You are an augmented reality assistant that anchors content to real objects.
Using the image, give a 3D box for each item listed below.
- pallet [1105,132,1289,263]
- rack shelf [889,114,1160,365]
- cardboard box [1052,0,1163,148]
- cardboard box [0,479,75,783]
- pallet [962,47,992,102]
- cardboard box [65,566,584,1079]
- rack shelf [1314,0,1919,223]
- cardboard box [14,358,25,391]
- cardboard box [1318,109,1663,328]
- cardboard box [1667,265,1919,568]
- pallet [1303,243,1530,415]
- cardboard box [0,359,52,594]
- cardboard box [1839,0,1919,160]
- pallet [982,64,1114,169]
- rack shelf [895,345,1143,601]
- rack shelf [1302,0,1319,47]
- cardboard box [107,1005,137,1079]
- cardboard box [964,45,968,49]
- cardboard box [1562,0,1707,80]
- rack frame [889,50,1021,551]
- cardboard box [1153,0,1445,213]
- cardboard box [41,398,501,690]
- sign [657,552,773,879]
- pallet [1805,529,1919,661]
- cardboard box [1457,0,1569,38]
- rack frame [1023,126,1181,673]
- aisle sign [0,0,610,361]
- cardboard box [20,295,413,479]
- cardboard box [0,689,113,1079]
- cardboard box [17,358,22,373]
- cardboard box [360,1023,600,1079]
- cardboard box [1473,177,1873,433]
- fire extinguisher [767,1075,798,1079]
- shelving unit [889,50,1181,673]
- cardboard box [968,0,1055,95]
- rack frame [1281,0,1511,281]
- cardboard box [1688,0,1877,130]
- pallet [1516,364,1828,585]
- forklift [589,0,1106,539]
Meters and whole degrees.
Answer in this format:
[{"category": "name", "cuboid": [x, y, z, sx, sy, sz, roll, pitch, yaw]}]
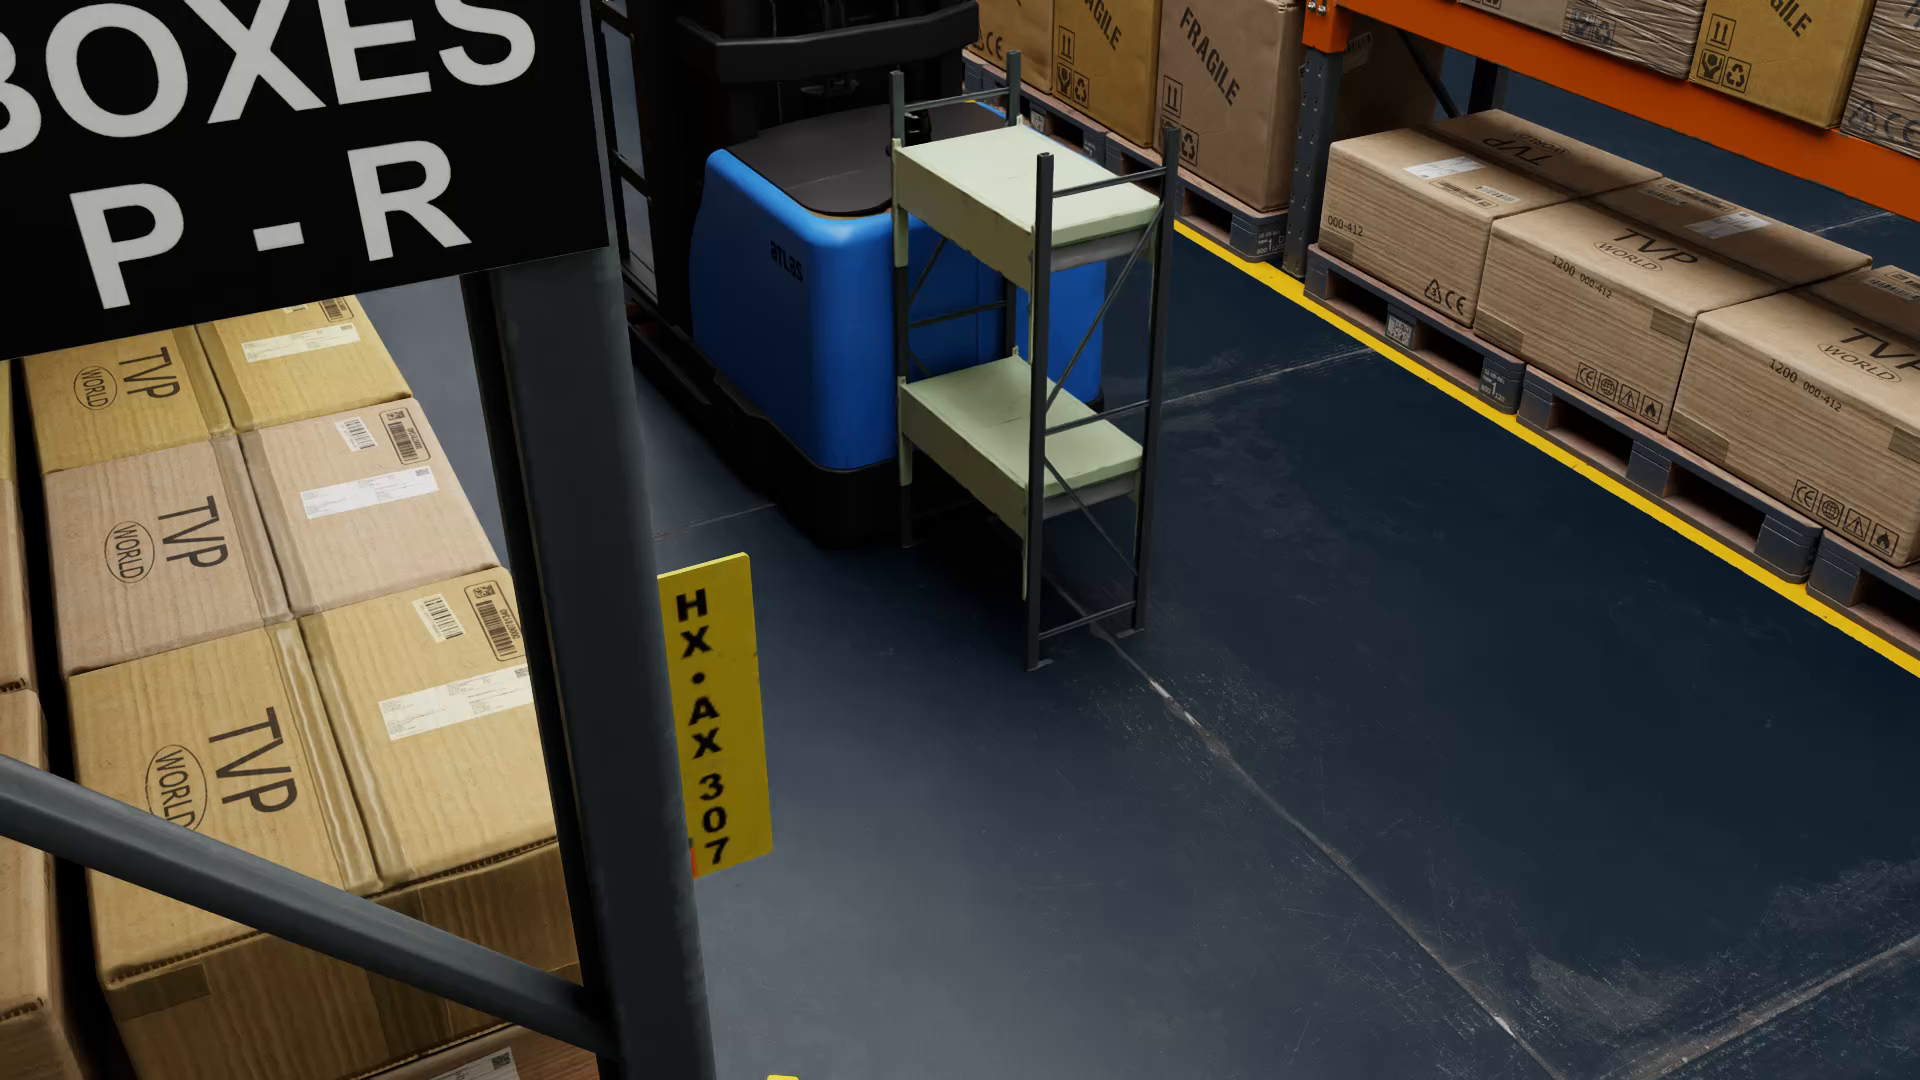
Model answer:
[{"category": "pallet", "cuboid": [1.402, -1.674, 7.666, 1.003, 0.211, 1.213, -16, 36, -23]}, {"category": "rack shelf", "cuboid": [0.173, -0.815, 4.409, 0.431, 0.370, 0.720, -17, 37, -25]}, {"category": "cardboard box", "cuboid": [1.040, -2.485, 7.929, 0.875, 0.875, 0.875, -15, 36, -22]}, {"category": "cardboard box", "cuboid": [-1.385, 0.200, 2.021, 0.500, 0.250, 0.500, -16, 36, -23]}, {"category": "pallet", "cuboid": [0.264, -2.838, 9.484, 1.003, 0.211, 1.213, -16, 36, -23]}, {"category": "cardboard box", "cuboid": [-0.669, 0.314, 1.842, 0.500, 0.250, 0.500, -16, 36, -23]}, {"category": "rack shelf", "cuboid": [2.761, -1.241, 5.073, 1.077, 0.370, 4.000, -16, 36, -23]}, {"category": "cardboard box", "cuboid": [-1.855, -0.288, 2.782, 0.500, 0.250, 0.500, -16, 36, -23]}, {"category": "cardboard box", "cuboid": [2.026, -1.270, 6.437, 0.875, 0.438, 0.875, -16, 36, -24]}, {"category": "cardboard box", "cuboid": [2.863, -0.412, 5.098, 0.875, 0.438, 0.875, -15, 36, -22]}, {"category": "pallet", "cuboid": [2.114, -0.942, 6.524, 1.003, 0.211, 1.213, -16, 36, -23]}, {"category": "cardboard box", "cuboid": [-1.611, -0.038, 2.392, 0.500, 0.250, 0.500, -15, 35, -22]}, {"category": "cardboard box", "cuboid": [2.765, -1.281, 4.377, 0.500, 0.500, 0.500, -15, 36, -22]}, {"category": "pallet", "cuboid": [0.829, -2.256, 8.576, 1.003, 0.211, 1.213, -16, 36, -23]}, {"category": "rack shelf", "cuboid": [0.173, -0.212, 4.796, 0.431, 0.370, 0.720, -17, 37, -25]}, {"category": "rack shelf", "cuboid": [0.896, -3.150, 8.053, 1.077, 0.370, 4.000, -16, 36, -23]}, {"category": "cardboard box", "cuboid": [-1.152, 0.539, 1.860, 0.380, 0.149, 0.250, -15, 35, -22]}, {"category": "cardboard box", "cuboid": [0.212, -3.339, 9.261, 0.875, 0.875, 0.875, -16, 36, -24]}, {"category": "cardboard box", "cuboid": [2.273, -1.771, 5.140, 0.500, 0.500, 0.500, -16, 36, -23]}, {"category": "rack frame", "cuboid": [-0.011, -0.658, 4.886, 0.400, 1.500, 0.023, -17, 37, -25]}, {"category": "cardboard box", "cuboid": [1.468, -2.056, 7.259, 0.875, 0.875, 0.875, -15, 35, -22]}, {"category": "cardboard box", "cuboid": [-0.905, 0.074, 2.217, 0.500, 0.250, 0.500, -15, 36, -23]}, {"category": "sign", "cuboid": [-0.216, 0.160, 1.418, 0.100, 0.325, 0.005, -16, 36, -23]}, {"category": "pallet", "cuboid": [3.251, 0.223, 4.707, 1.003, 0.211, 1.213, -16, 36, -23]}, {"category": "cardboard box", "cuboid": [2.046, -2.009, 5.513, 0.500, 0.500, 0.500, -16, 36, -23]}, {"category": "rack frame", "cuboid": [0.357, -0.316, 4.353, 0.400, 1.500, 0.023, -17, 37, -25]}, {"category": "aisle sign", "cuboid": [-0.405, -0.475, 0.801, 0.394, 0.787, 0.004, -16, 36, -23]}, {"category": "cardboard box", "cuboid": [-1.144, -0.167, 2.594, 0.500, 0.250, 0.500, -17, 36, -24]}, {"category": "cardboard box", "cuboid": [-1.145, 0.446, 1.637, 0.500, 0.250, 0.500, -15, 36, -22]}, {"category": "cardboard box", "cuboid": [-1.401, -0.406, 2.966, 0.500, 0.250, 0.500, -17, 36, -24]}, {"category": "cardboard box", "cuboid": [-0.607, 0.541, 1.858, 0.380, 0.149, 0.250, -16, 36, -23]}, {"category": "cardboard box", "cuboid": [2.444, -0.843, 5.770, 0.875, 0.438, 0.875, -17, 36, -24]}, {"category": "fire extinguisher", "cuboid": [-0.219, 0.804, 1.631, 0.296, 0.674, 0.183, -16, 36, -23]}, {"category": "shelving unit", "cuboid": [0.173, -0.487, 4.620, 0.431, 1.500, 0.755, -17, 37, -25]}, {"category": "cardboard box", "cuboid": [0.624, -2.912, 8.595, 0.875, 0.875, 0.875, -15, 36, -23]}, {"category": "rack frame", "cuboid": [1.828, -2.498, 6.369, 1.000, 3.000, 0.127, -16, 36, -23]}, {"category": "cardboard box", "cuboid": [2.513, -1.525, 4.757, 0.500, 0.500, 0.500, -15, 35, -22]}, {"category": "pallet", "cuboid": [2.686, -0.359, 5.614, 1.003, 0.211, 1.213, -16, 36, -23]}, {"category": "forklift", "cuboid": [-0.702, -2.002, 5.658, 1.130, 2.935, 3.031, -17, 37, -25]}]
